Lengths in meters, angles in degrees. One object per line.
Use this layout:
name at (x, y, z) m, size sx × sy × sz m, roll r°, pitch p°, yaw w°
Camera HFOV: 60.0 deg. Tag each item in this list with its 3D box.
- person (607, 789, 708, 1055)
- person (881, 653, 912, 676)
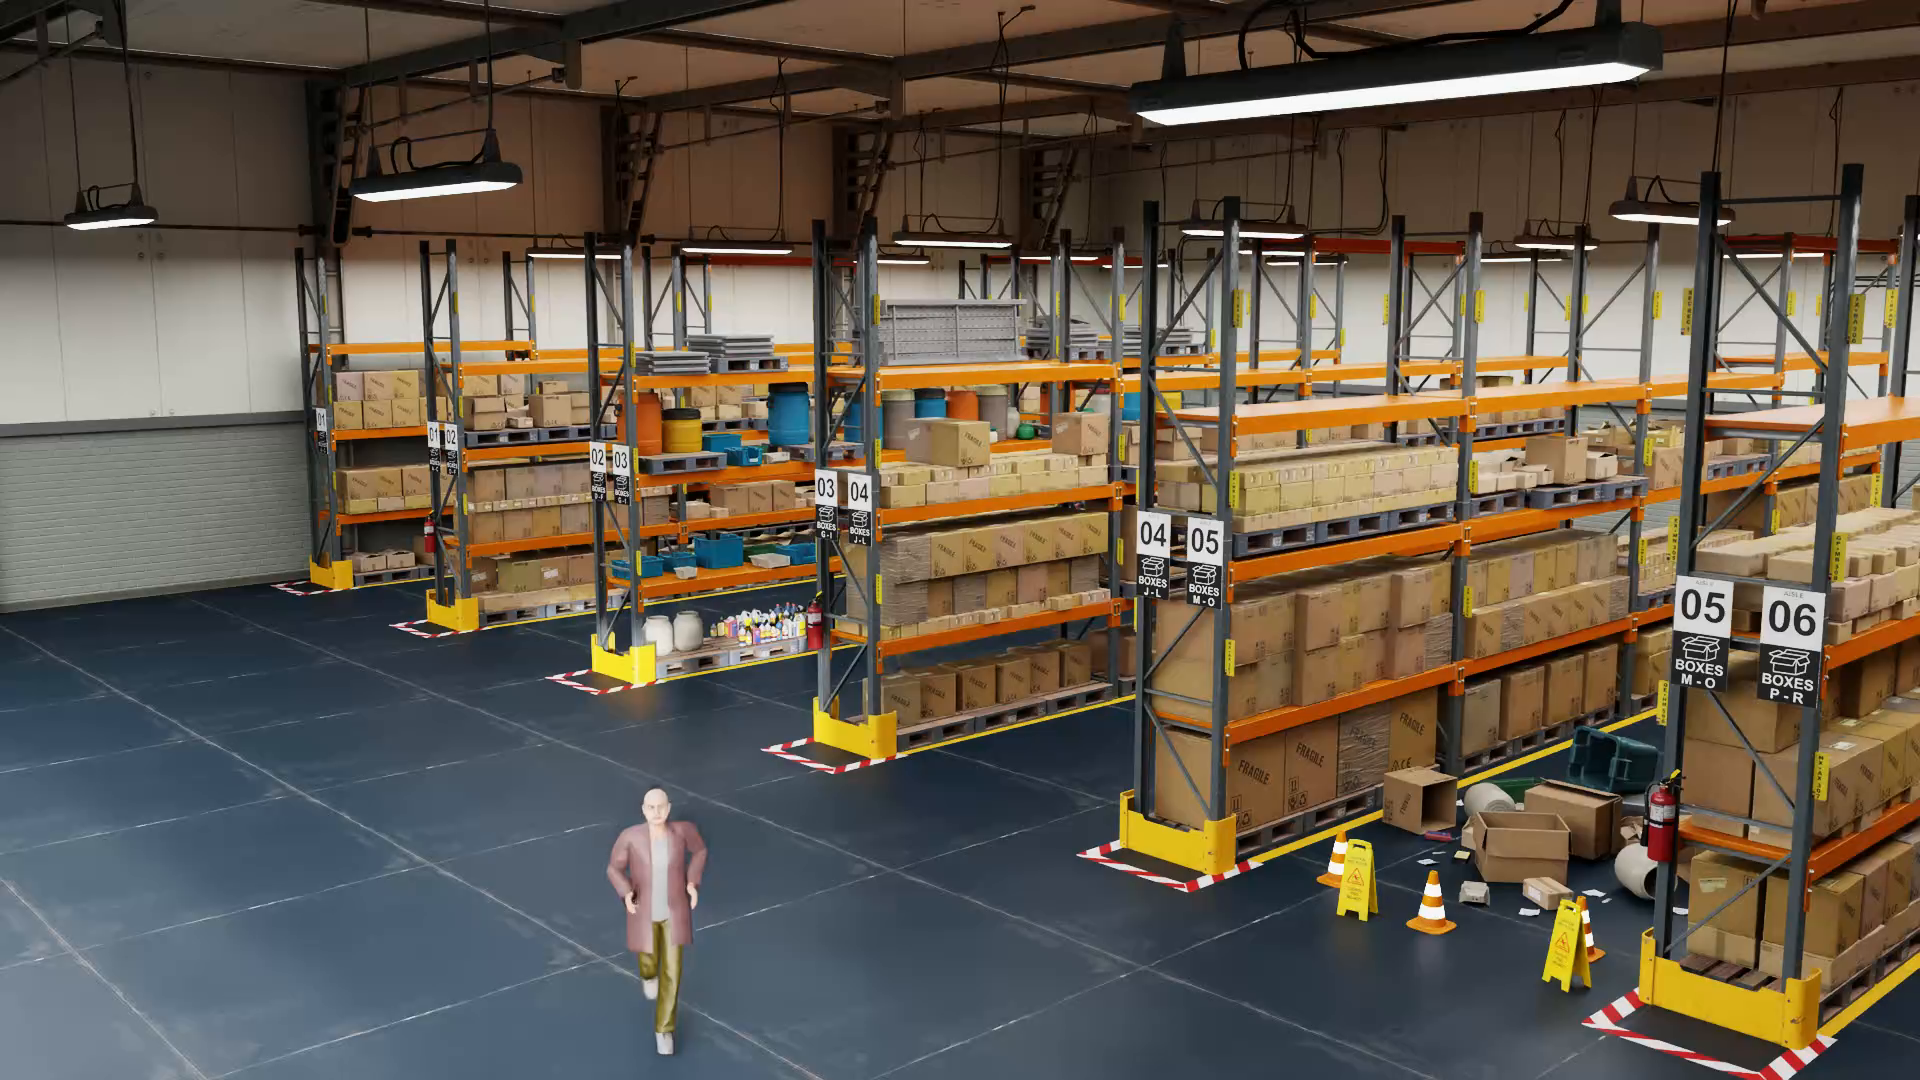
person at (-2.110, 2.605, 11.688) m, size 0.711 × 1.764 × 0.923 m, roll -2°, pitch 9°, yaw -13°
person at (-0.905, 1.075, 21.990) m, size 0.636 × 1.819 × 0.708 m, roll 6°, pitch 10°, yaw 35°
